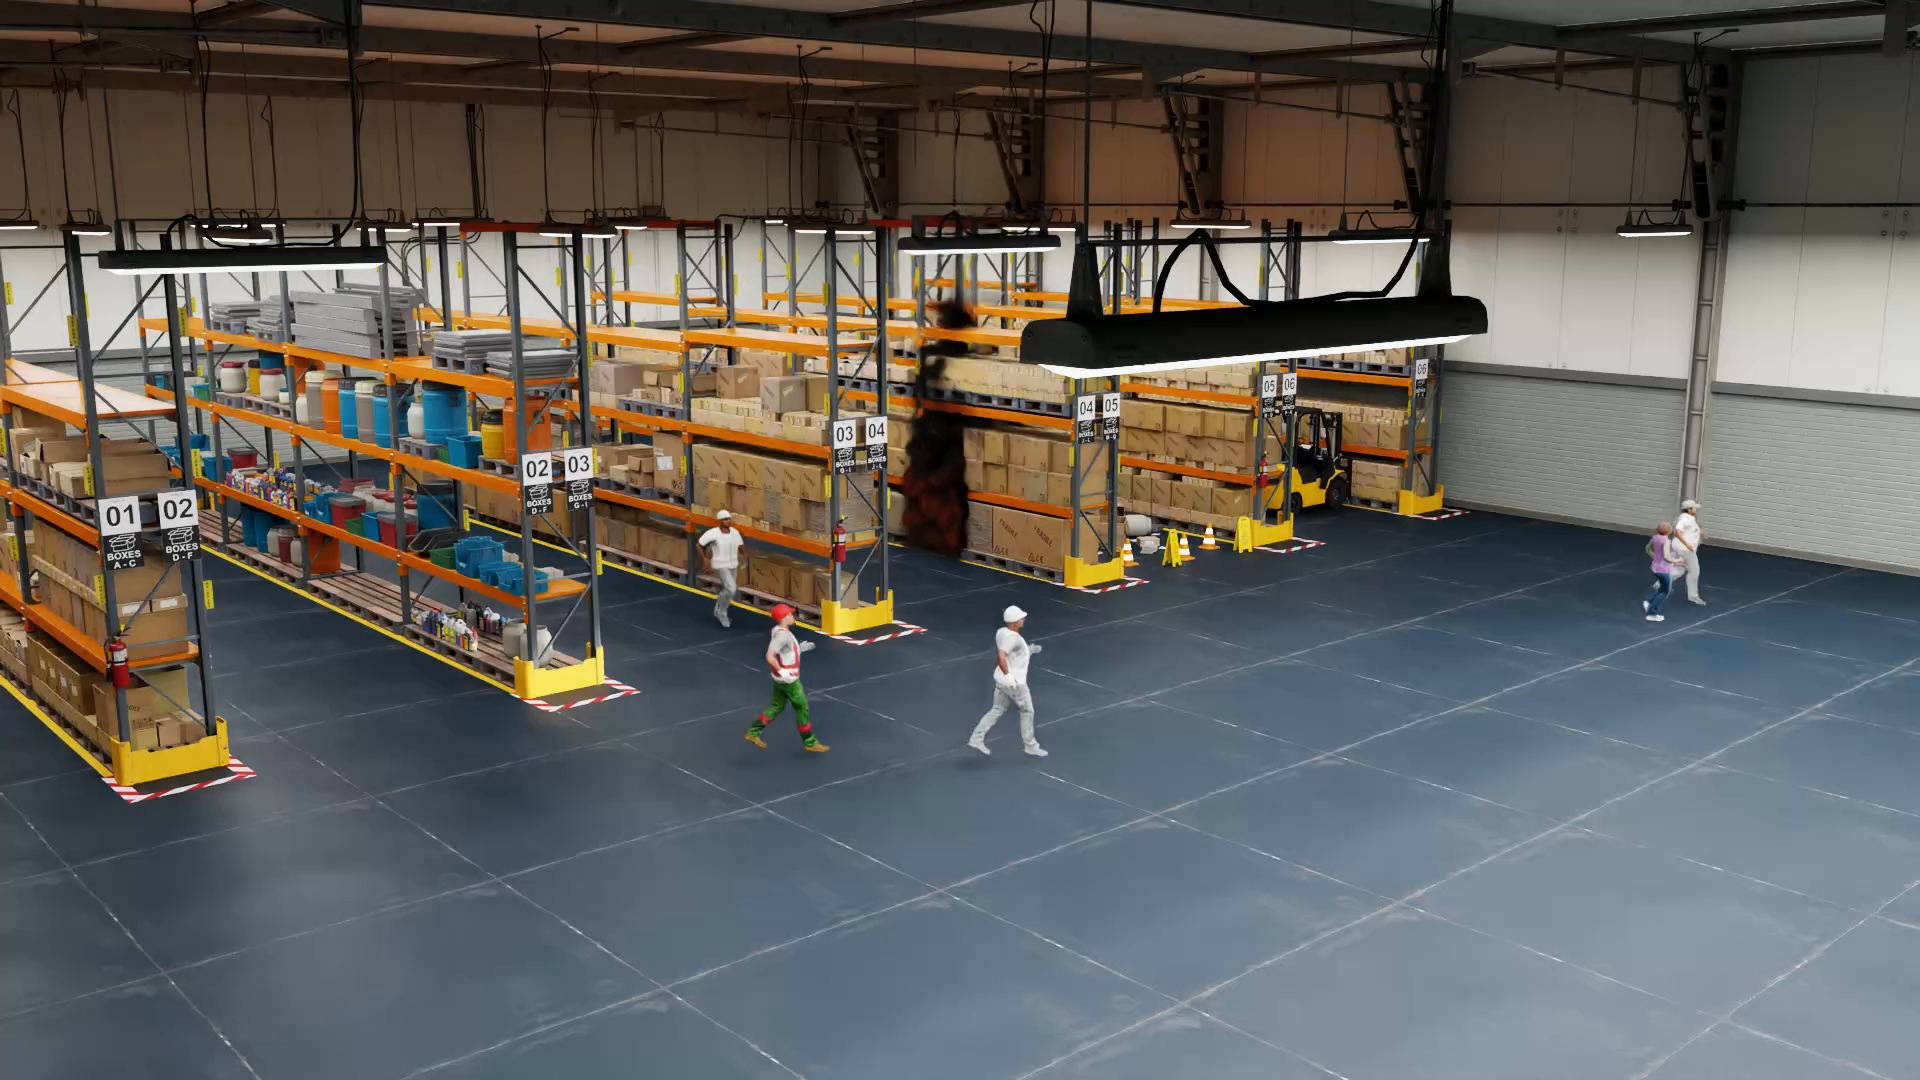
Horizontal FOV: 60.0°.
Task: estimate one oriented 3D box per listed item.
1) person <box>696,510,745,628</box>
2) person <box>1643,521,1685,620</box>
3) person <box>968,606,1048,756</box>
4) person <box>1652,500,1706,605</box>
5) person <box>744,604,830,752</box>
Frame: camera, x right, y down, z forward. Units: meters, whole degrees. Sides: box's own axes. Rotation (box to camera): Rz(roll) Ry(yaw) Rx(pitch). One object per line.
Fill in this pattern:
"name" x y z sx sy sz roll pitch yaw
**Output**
"person" -3.558 0.436 25.279 0.728 1.801 0.671 10 15 40
"person" 10.839 0.472 25.562 0.528 1.556 0.526 0 11 0
"person" 0.563 1.641 19.086 0.957 1.802 0.674 -4 12 -21
"person" 11.637 0.185 26.760 0.813 1.689 0.602 2 12 12
"person" -2.016 1.604 19.245 0.991 1.782 0.659 -3 12 -17
